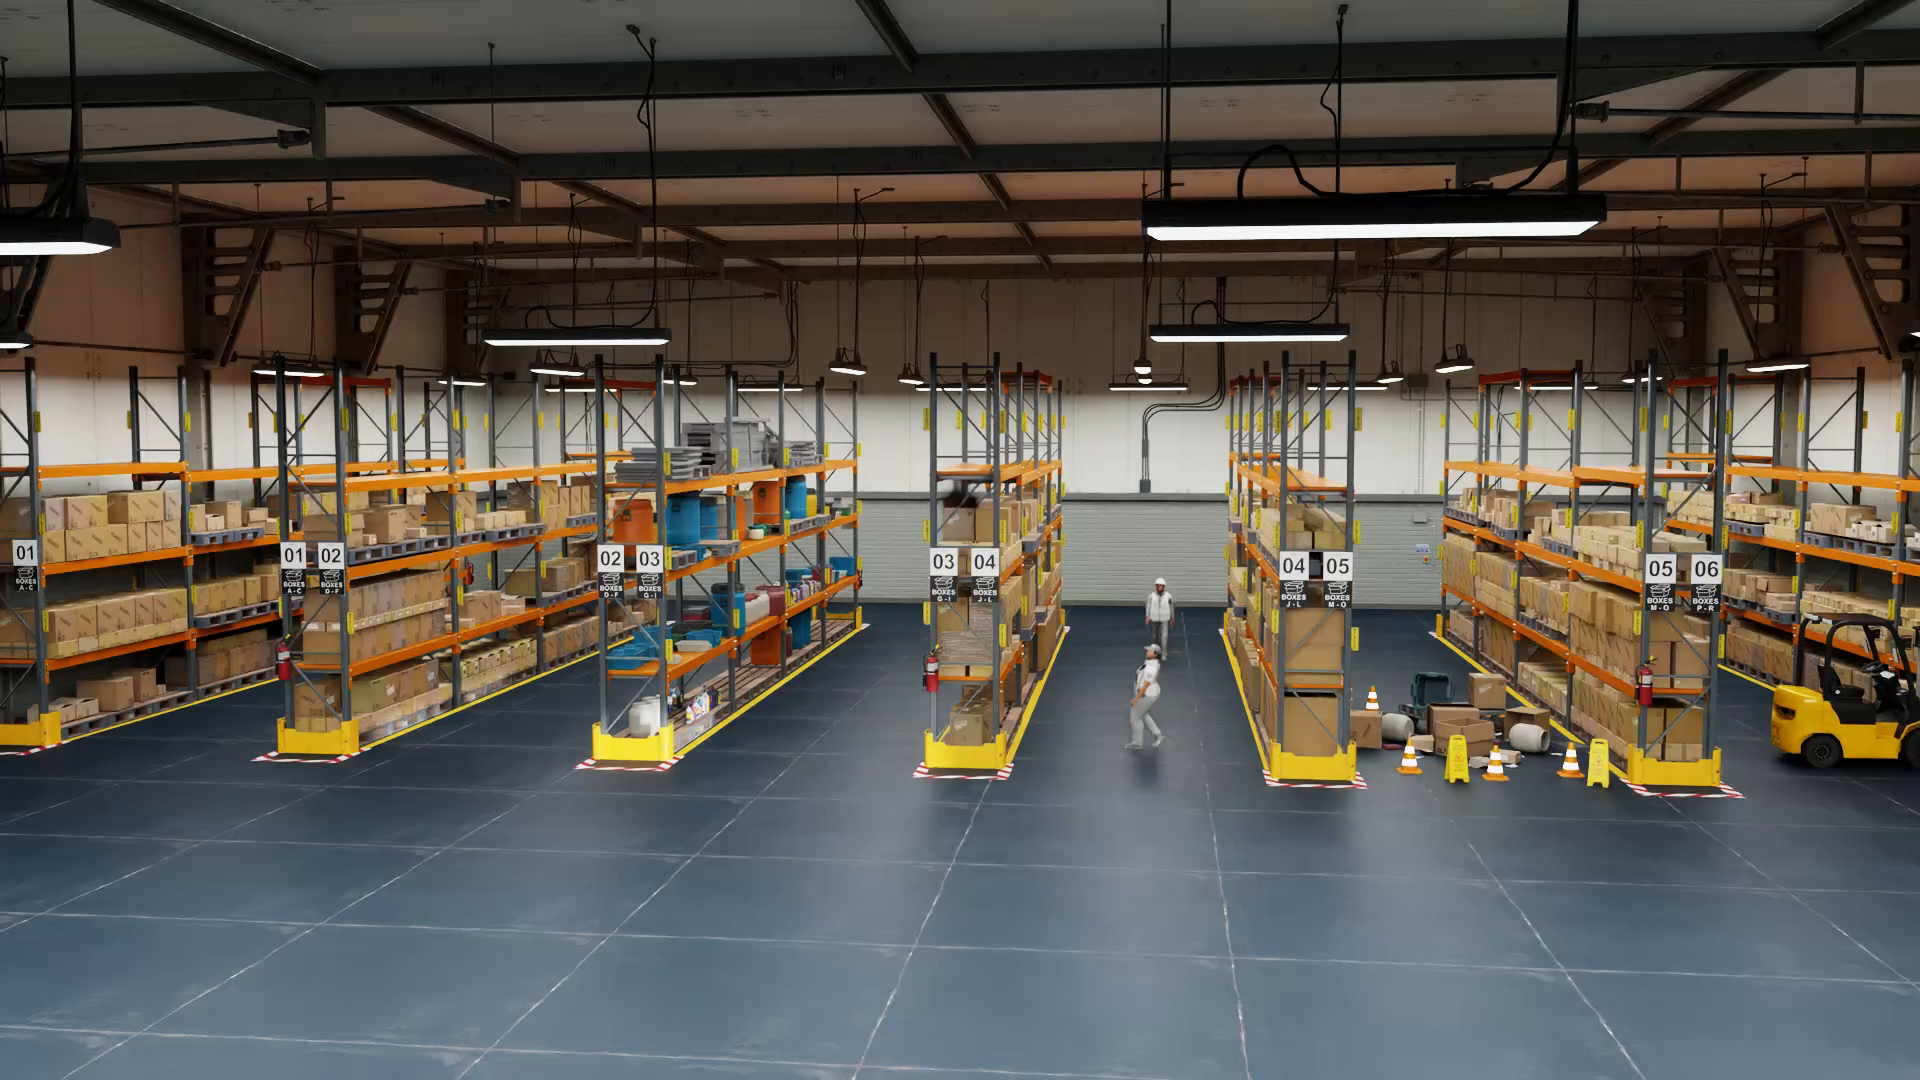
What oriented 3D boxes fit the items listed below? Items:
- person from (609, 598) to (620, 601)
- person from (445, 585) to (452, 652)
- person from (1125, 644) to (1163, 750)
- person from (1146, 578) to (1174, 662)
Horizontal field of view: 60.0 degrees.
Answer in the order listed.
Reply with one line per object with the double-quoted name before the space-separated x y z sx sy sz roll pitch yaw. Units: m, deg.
"person" -8.824 1.126 42.145 0.680 1.734 0.963 2 4 21
"person" -10.451 1.749 34.343 0.543 1.656 0.486 1 4 14
"person" 2.804 2.401 25.465 0.566 1.646 0.576 1 4 18
"person" 4.198 1.669 34.911 0.601 1.728 1.037 0 4 6
